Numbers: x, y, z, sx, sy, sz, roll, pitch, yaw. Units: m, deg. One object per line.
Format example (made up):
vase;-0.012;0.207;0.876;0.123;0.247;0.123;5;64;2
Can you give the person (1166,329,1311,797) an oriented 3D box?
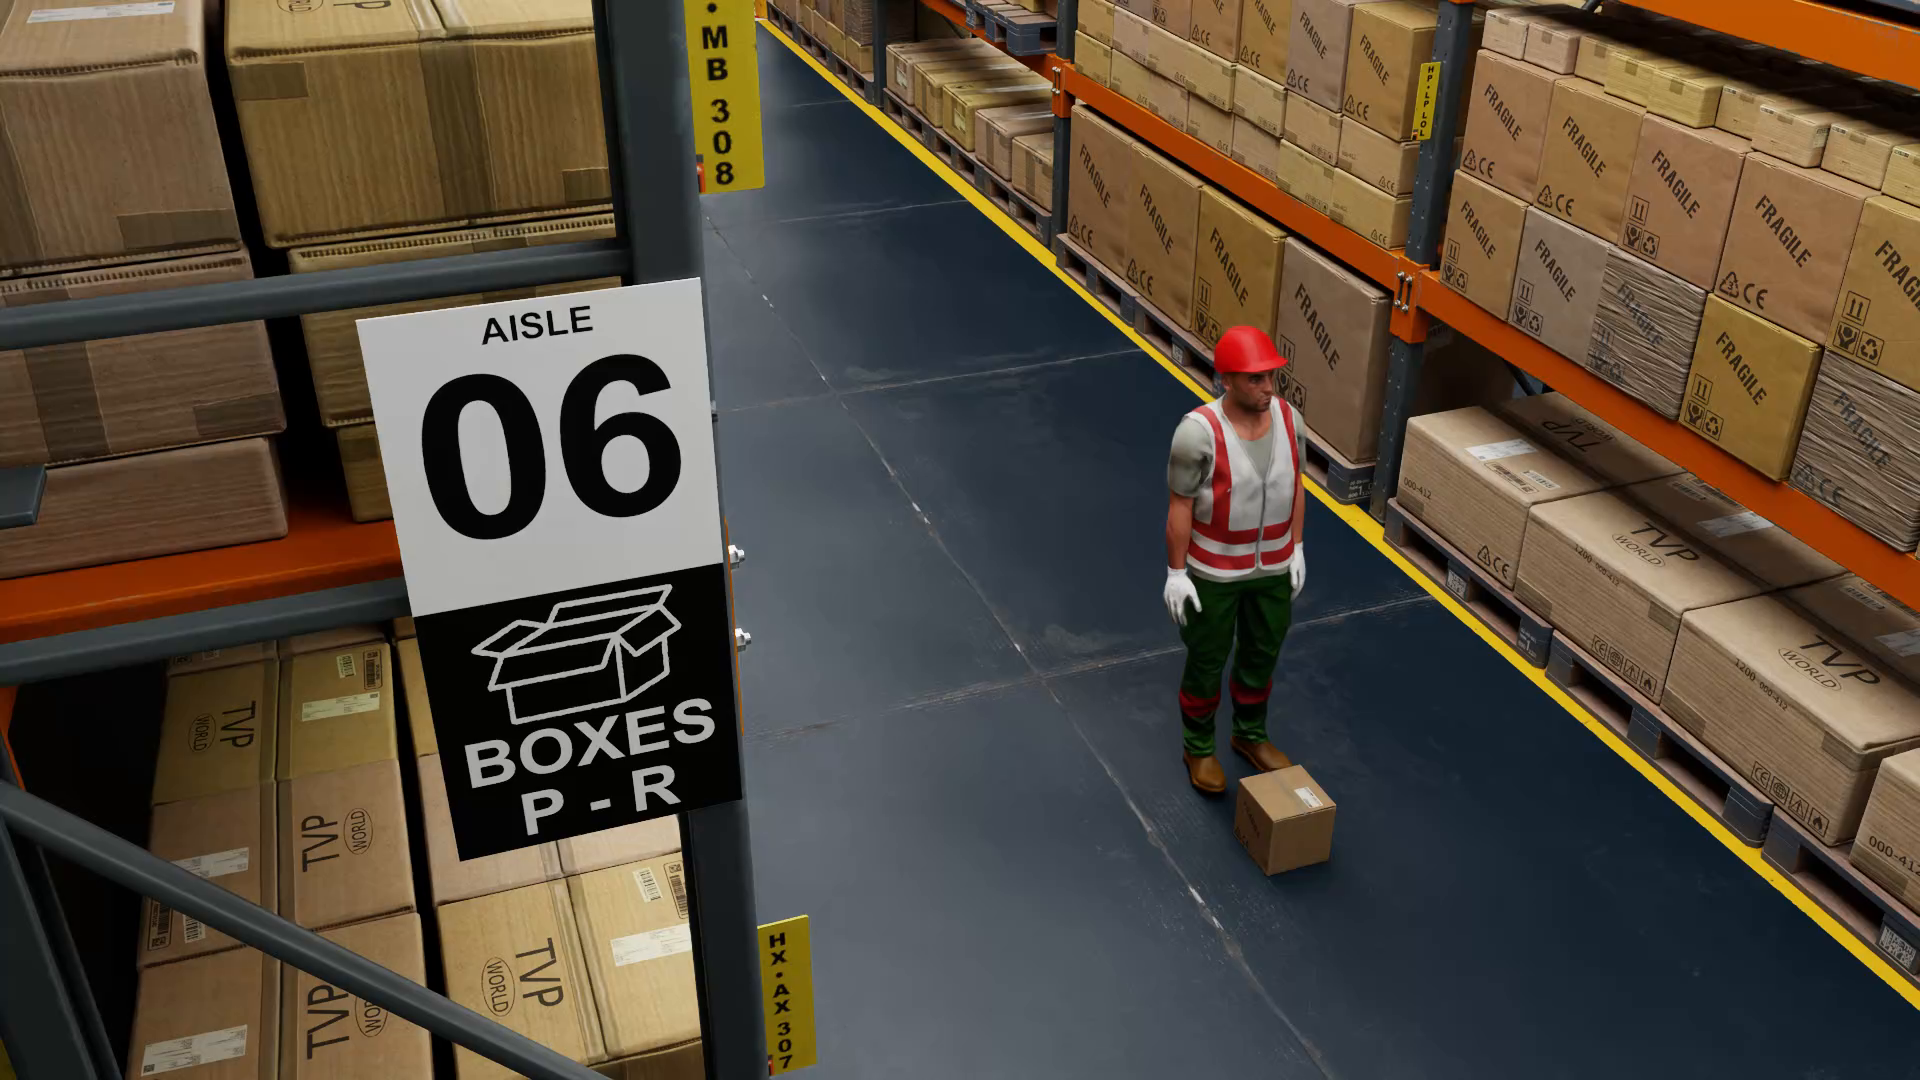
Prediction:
person;0.996;0.098;5.931;0.524;1.787;0.337;-10;31;-16
